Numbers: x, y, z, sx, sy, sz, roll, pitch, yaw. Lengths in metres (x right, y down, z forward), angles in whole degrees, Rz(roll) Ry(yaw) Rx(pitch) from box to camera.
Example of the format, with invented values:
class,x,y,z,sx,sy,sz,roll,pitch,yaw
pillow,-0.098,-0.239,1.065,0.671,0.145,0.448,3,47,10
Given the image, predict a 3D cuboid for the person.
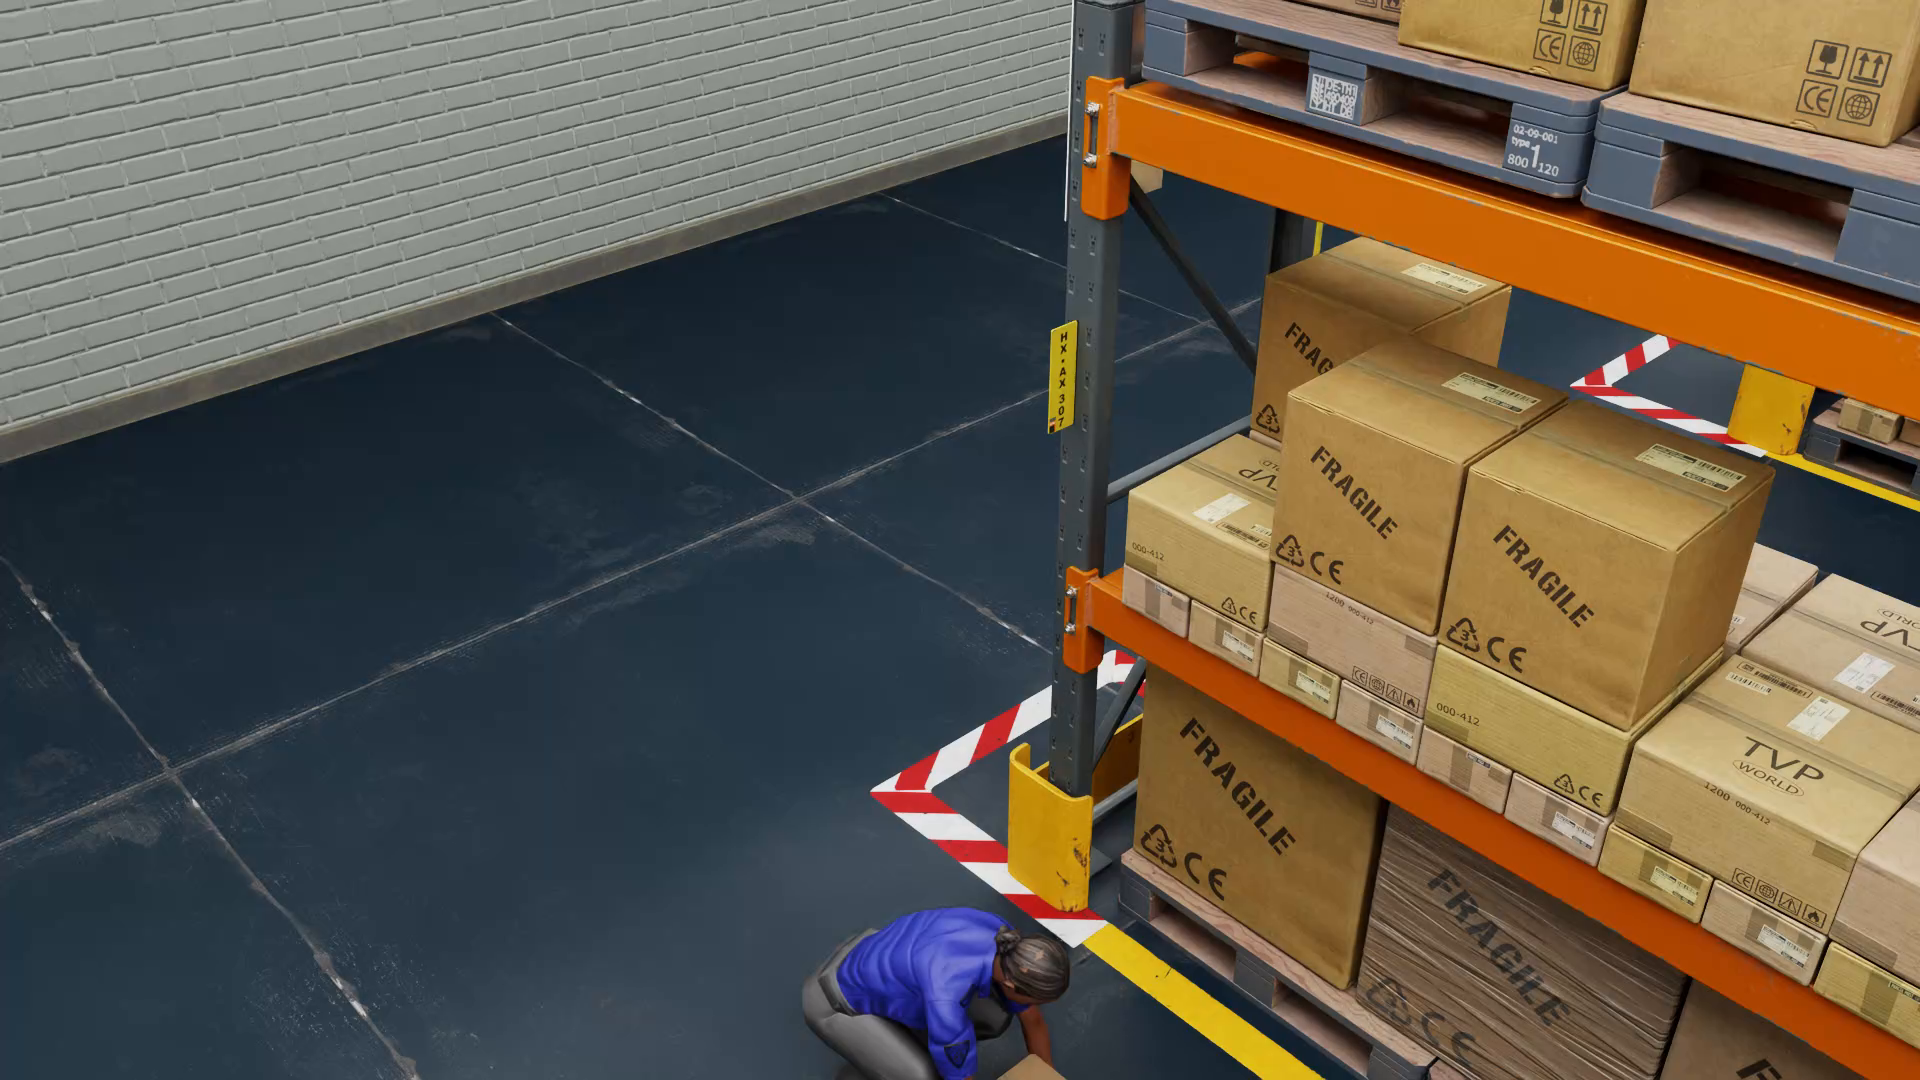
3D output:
class,x,y,z,sx,sy,sz,roll,pitch,yaw
person,-0.057,1.370,4.775,0.827,0.815,0.479,19,37,28
